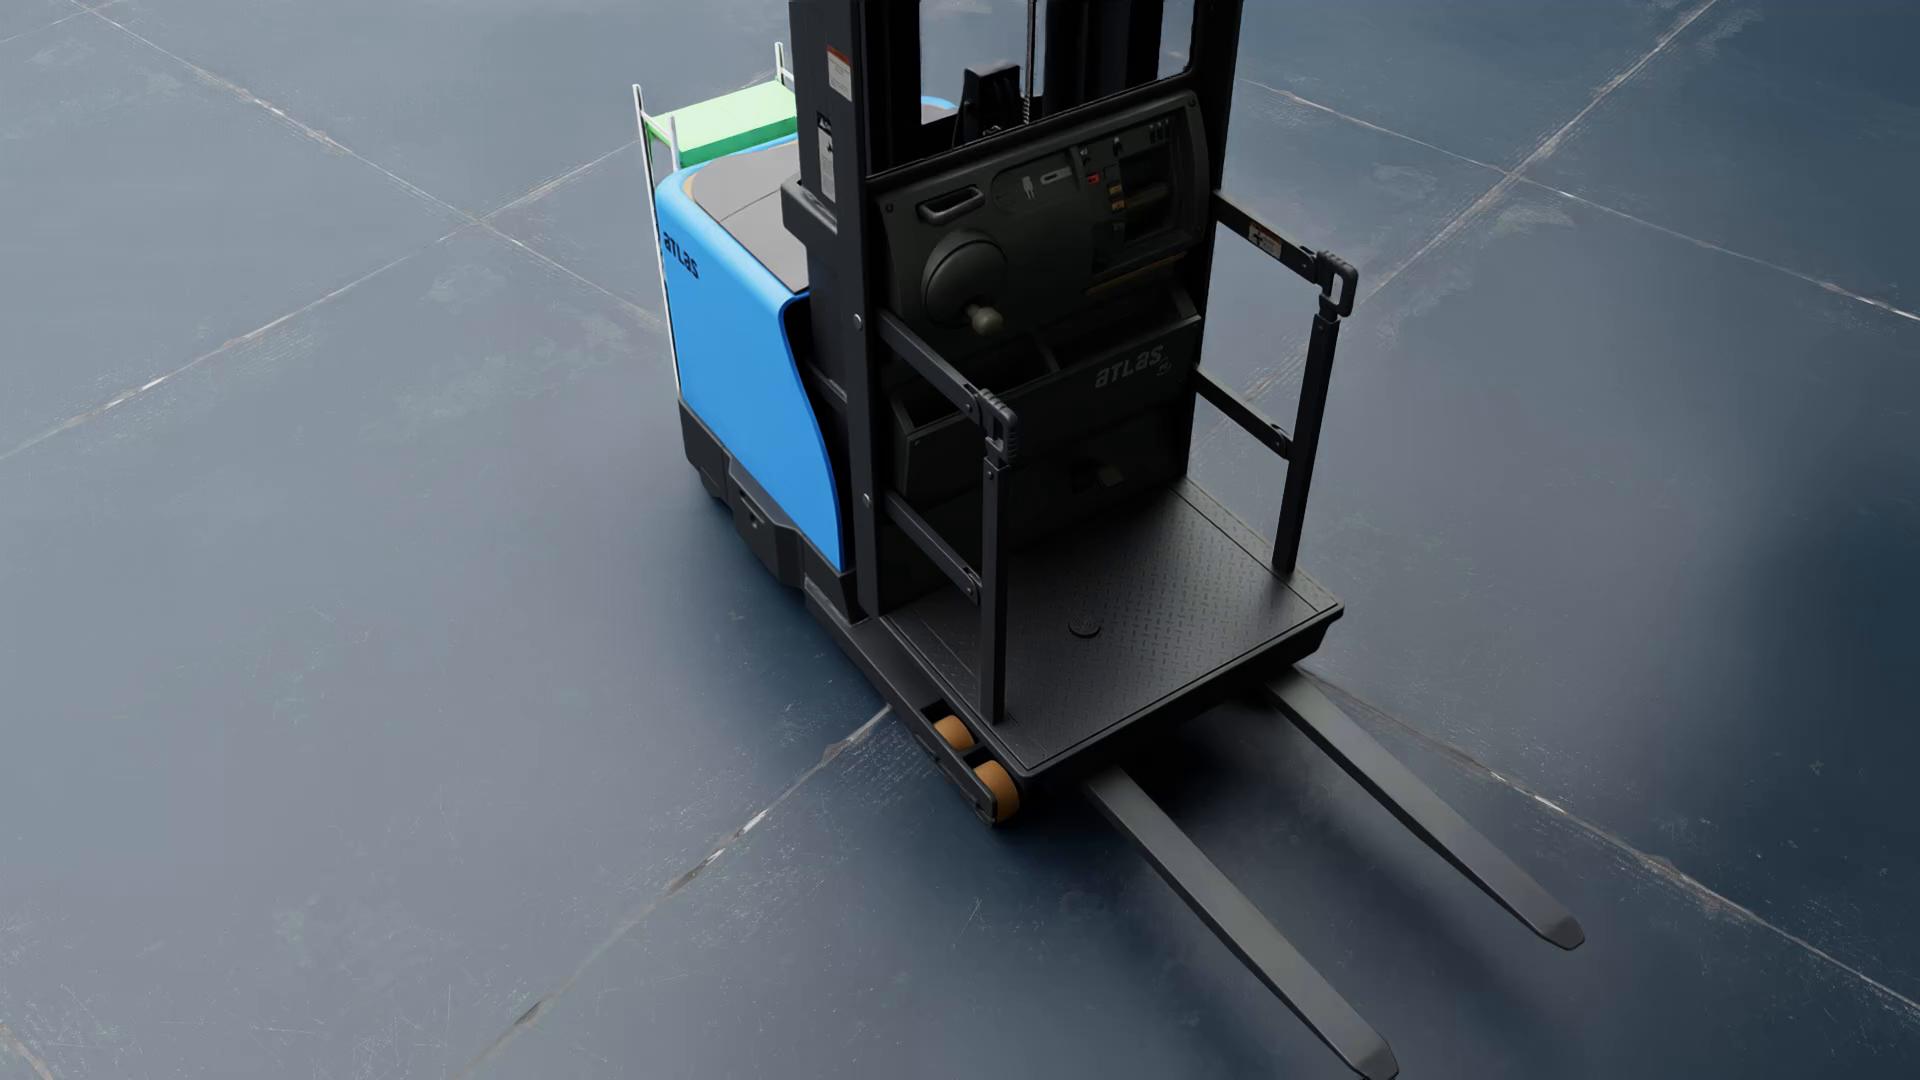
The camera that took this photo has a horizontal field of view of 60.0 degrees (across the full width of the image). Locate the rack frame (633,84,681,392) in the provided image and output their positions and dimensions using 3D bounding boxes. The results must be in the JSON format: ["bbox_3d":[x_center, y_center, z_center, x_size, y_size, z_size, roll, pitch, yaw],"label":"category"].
[{"bbox_3d":[-0.899,-0.846,5.288,0.015,1.200,0.240,-25,48,-25],"label":"rack frame"}]

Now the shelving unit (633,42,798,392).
[{"bbox_3d":[-0.699,-0.940,5.390,0.503,1.200,0.258,-25,48,-25],"label":"shelving unit"}]

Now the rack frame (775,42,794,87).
[{"bbox_3d":[-0.498,-1.033,5.493,0.015,1.200,0.240,-25,48,-25],"label":"rack frame"}]

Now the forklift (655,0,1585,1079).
[{"bbox_3d":[0.341,-0.703,3.844,1.130,2.935,3.031,-25,48,-25],"label":"forklift"}]

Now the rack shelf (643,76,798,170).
[{"bbox_3d":[-0.700,-1.249,5.112,0.480,0.148,0.258,-25,48,-25],"label":"rack shelf"}]

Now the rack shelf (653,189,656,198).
[{"bbox_3d":[-0.699,-1.071,5.273,0.480,0.148,0.258,-25,48,-25],"label":"rack shelf"}]
